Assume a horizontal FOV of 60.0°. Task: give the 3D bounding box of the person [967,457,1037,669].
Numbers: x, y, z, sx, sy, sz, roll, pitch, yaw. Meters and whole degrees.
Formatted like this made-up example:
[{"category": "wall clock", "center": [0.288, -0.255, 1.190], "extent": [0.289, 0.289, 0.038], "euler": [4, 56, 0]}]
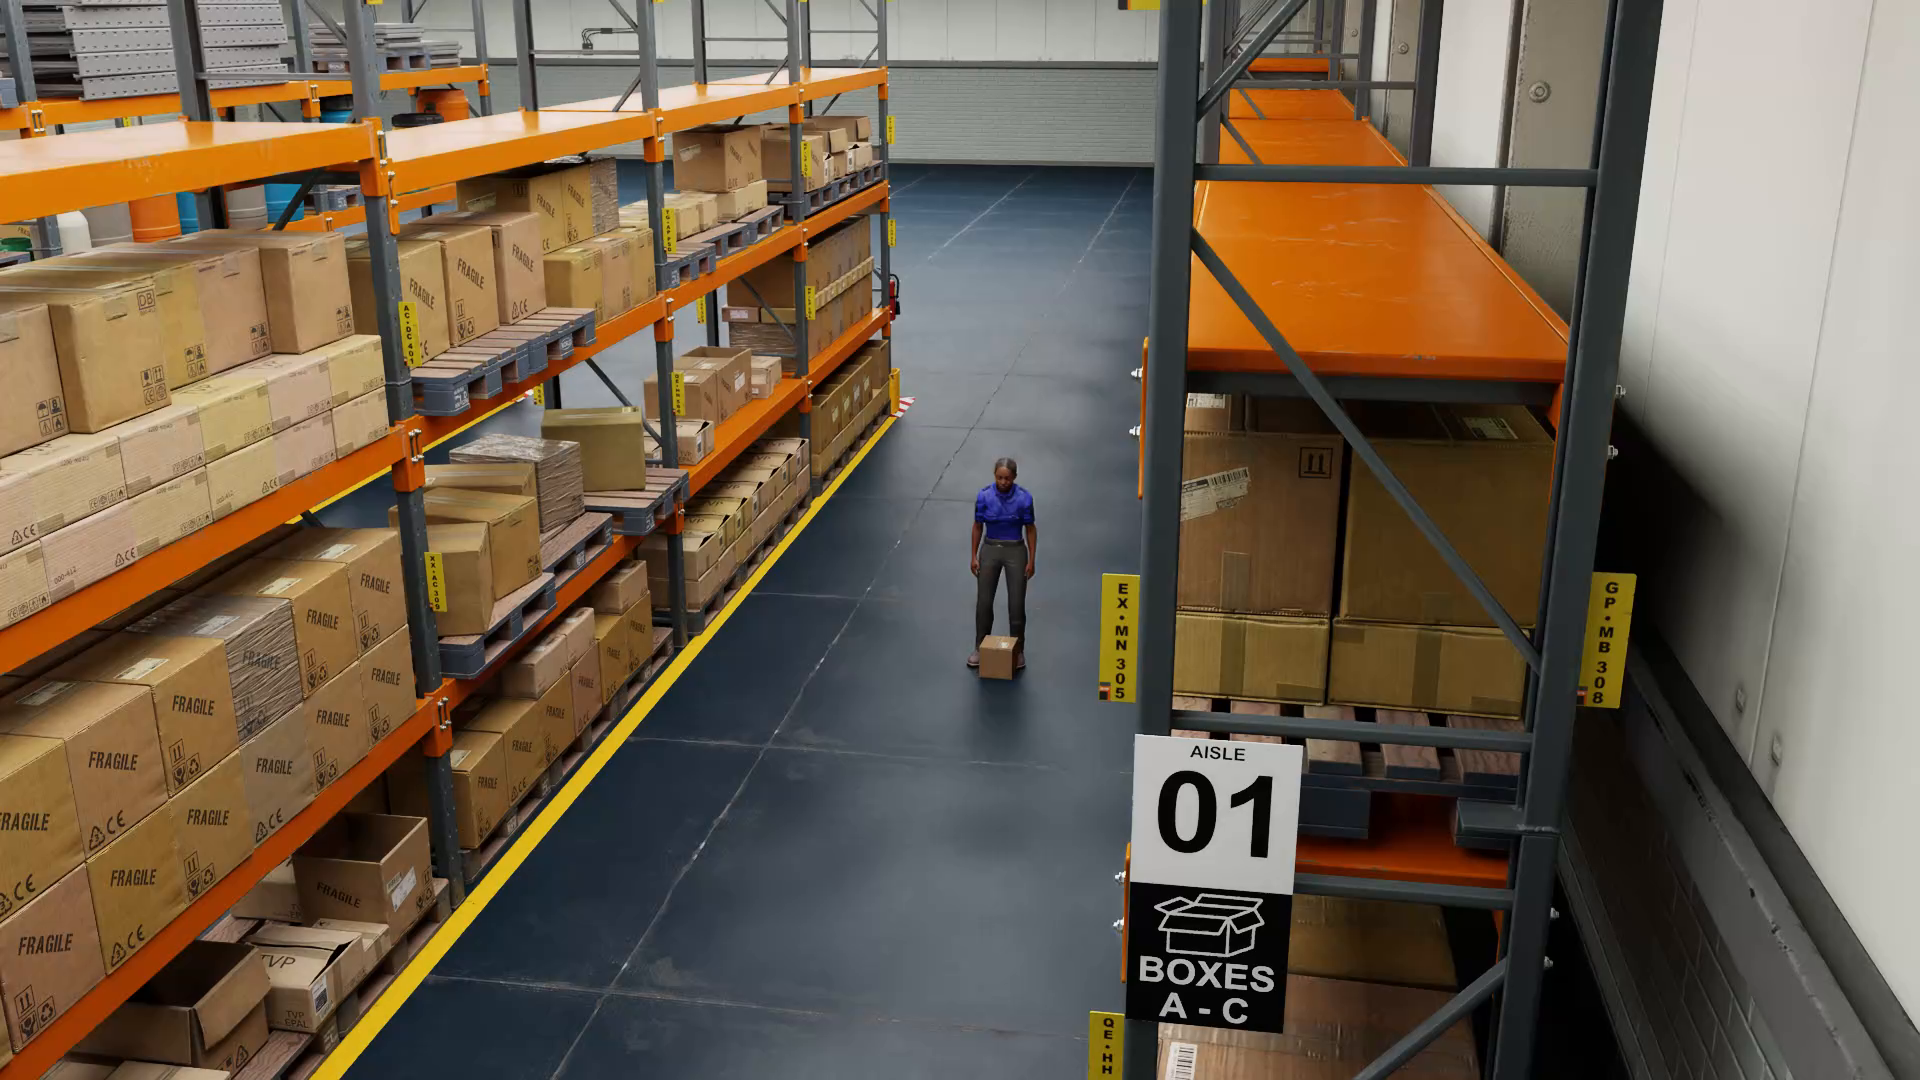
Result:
[{"category": "person", "center": [0.320, 0.151, 12.598], "extent": [0.511, 1.654, 0.351], "euler": [3, 18, 8]}]
